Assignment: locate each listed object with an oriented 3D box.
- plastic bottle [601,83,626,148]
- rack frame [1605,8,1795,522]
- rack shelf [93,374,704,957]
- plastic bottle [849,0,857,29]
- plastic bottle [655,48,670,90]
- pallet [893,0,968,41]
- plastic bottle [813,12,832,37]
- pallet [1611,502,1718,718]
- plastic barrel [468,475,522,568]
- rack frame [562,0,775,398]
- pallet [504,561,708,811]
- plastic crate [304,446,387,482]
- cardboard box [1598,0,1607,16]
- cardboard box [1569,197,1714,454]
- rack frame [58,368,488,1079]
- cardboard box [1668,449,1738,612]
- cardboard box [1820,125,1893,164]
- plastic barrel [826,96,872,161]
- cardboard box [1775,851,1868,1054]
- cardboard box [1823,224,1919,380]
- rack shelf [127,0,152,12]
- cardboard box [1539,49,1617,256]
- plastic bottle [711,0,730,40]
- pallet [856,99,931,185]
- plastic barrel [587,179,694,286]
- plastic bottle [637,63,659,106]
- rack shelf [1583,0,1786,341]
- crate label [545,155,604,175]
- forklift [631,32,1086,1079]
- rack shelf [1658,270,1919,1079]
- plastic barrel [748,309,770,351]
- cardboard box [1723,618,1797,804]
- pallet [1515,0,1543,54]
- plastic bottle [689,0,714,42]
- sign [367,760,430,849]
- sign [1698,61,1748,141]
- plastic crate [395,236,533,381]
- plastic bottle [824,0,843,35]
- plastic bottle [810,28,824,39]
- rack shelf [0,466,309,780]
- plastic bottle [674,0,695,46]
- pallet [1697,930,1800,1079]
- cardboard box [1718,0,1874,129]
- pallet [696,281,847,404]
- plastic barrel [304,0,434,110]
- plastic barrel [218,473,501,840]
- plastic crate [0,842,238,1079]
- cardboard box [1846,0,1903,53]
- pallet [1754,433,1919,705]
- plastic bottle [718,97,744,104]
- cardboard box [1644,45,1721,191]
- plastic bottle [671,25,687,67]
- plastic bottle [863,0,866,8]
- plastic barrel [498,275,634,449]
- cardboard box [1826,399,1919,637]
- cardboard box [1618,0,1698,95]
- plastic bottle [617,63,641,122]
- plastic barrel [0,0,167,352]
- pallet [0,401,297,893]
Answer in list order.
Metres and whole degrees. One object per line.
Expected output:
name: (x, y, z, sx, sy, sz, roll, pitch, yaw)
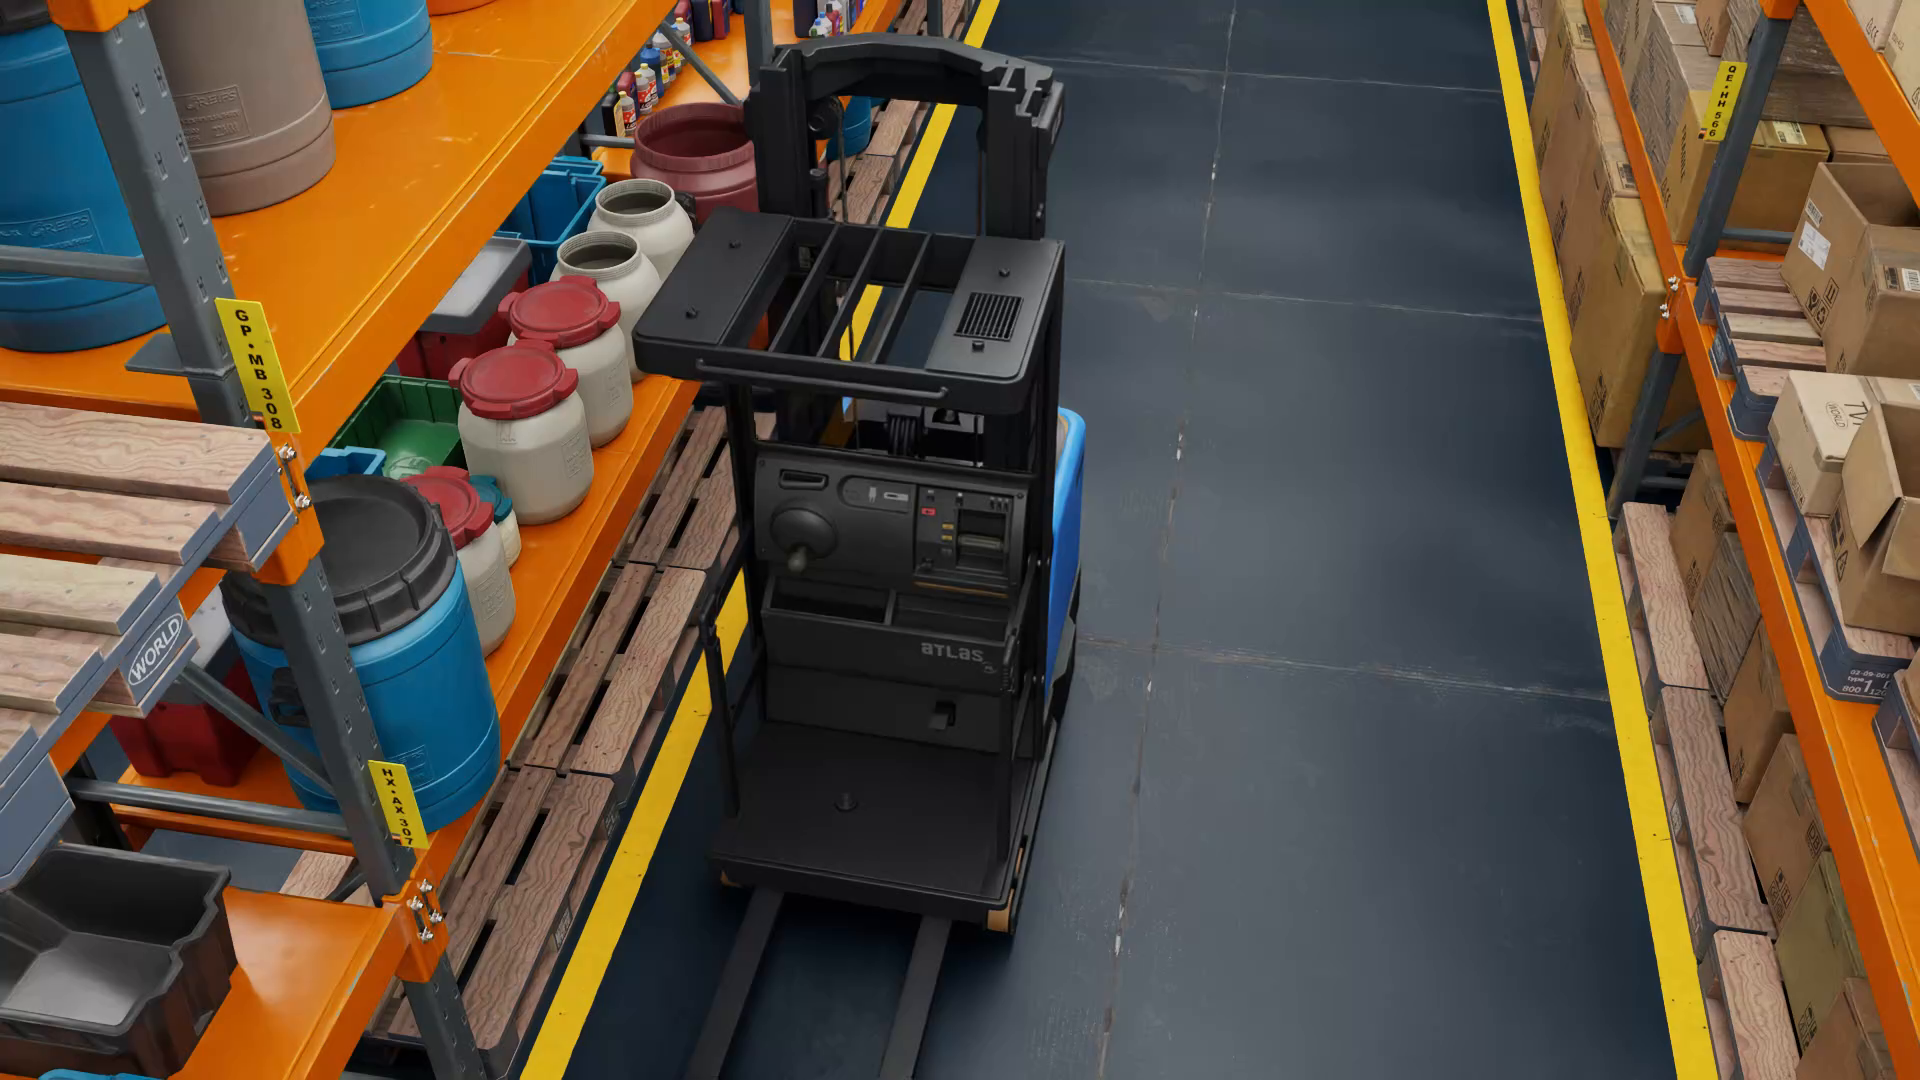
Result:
plastic bottle: (-1.661, -2.034, 7.947, 0.061, 0.283, 0.133, 6, 40, 8)
rack frame: (3.568, -1.232, 6.886, 1.000, 3.000, 0.127, 6, 40, 8)
rack shelf: (-1.657, -0.245, 6.257, 1.077, 0.370, 4.000, 6, 40, 8)
plastic bottle: (-0.646, -2.965, 9.021, 0.144, 0.351, 0.185, 6, 40, 8)
plastic bottle: (-1.532, -2.401, 8.455, 0.097, 0.201, 0.097, 0, 40, 0)
pallet: (-0.529, -3.679, 12.034, 1.003, 0.211, 1.213, 6, 40, 8)
plastic bottle: (-0.710, -2.614, 8.658, 0.097, 0.271, 0.097, 0, 40, 0)
pallet: (3.431, 0.333, 7.181, 1.003, 0.211, 1.213, 6, 40, 8)
plastic barrel: (-1.623, -0.028, 5.538, 0.301, 0.262, 0.301, 0, 40, 0)
rack frame: (-1.311, -1.778, 7.546, 1.000, 3.000, 0.127, 6, 40, 8)
pallet: (-1.696, 0.542, 6.928, 1.003, 0.211, 1.213, 6, 40, 8)
plastic crate: (-2.118, 0.012, 5.394, 0.392, 0.384, 0.575, 6, 40, 8)
cardboard box: (3.848, -3.204, 9.192, 0.500, 0.500, 0.500, 6, 40, 8)
cardboard box: (3.707, -1.005, 7.950, 1.225, 0.875, 0.875, 5, 40, 6)
rack frame: (-2.003, 0.733, 4.510, 1.000, 3.000, 0.127, 6, 40, 8)
cardboard box: (3.471, -0.015, 7.031, 0.700, 0.500, 0.500, 4, 40, 5)
cardboard box: (3.920, -1.545, 7.186, 0.500, 0.500, 0.500, 8, 40, 9)
plastic barrel: (-0.852, -2.857, 10.169, 0.600, 0.901, 0.708, 6, 40, 8)
cardboard box: (3.104, 1.392, 5.328, 0.700, 0.500, 0.500, 6, 40, 7)
cardboard box: (3.515, -0.727, 5.868, 0.700, 0.500, 0.500, 12, 41, 14)
rack shelf: (-1.657, -2.403, 4.473, 1.077, 0.370, 4.000, 6, 40, 8)
cardboard box: (4.015, -2.120, 9.298, 1.225, 0.875, 0.875, 5, 40, 6)
plastic bottle: (-1.289, -2.851, 8.936, 0.061, 0.283, 0.133, 6, 40, 8)
pallet: (-0.793, -2.734, 10.891, 1.003, 0.211, 1.213, 6, 40, 8)
plastic barrel: (-1.278, -1.152, 6.701, 0.421, 0.512, 0.421, 0, 40, 0)
plastic bottle: (-1.566, -2.278, 8.308, 0.097, 0.201, 0.097, 0, 40, 0)
rack shelf: (3.914, -2.209, 8.633, 1.077, 0.370, 4.000, 6, 40, 8)
crate label: (-1.753, -1.490, 7.330, 0.303, 0.233, 0.416, 6, 40, 8)
forklift: (-0.280, 0.028, 5.416, 1.130, 2.935, 3.031, 7, 40, 9)
rack shelf: (3.221, 0.301, 5.597, 1.077, 0.370, 4.000, 6, 40, 8)
plastic barrel: (-1.243, -1.412, 8.477, 0.600, 0.830, 0.708, 6, 40, 8)
cardboard box: (3.297, 0.691, 6.177, 0.700, 0.500, 0.500, 10, 41, 11)
pallet: (4.677, -3.904, 12.306, 1.003, 0.211, 1.213, 6, 40, 8)
plastic bottle: (-1.395, -2.872, 8.909, 0.144, 0.351, 0.185, 6, 40, 8)
sign: (-1.463, 0.694, 4.340, 0.100, 0.325, 0.005, 6, 40, 8)
sign: (3.020, -1.737, 6.588, 0.100, 0.325, 0.005, 6, 40, 8)
plastic crate: (-1.892, -0.822, 6.340, 0.402, 0.464, 0.583, 6, 40, 8)
plastic bottle: (-0.671, -2.759, 8.833, 0.097, 0.271, 0.097, 0, 40, 0)
plastic bottle: (-0.729, -2.483, 8.491, 0.061, 0.283, 0.133, 6, 40, 8)
rack shelf: (-2.349, 1.109, 2.265, 1.077, 0.370, 4.000, 6, 40, 8)
plastic bottle: (-1.463, -2.751, 8.815, 0.061, 0.283, 0.133, 6, 40, 8)
pallet: (3.009, 1.865, 5.329, 1.003, 0.211, 1.213, 6, 40, 8)
cardboard box: (3.710, -2.114, 7.087, 0.797, 0.503, 0.637, 8, 40, 9)
pallet: (-1.215, -1.202, 9.039, 1.003, 0.211, 1.213, 6, 40, 8)
plastic barrel: (-1.902, -1.781, 4.802, 0.600, 0.901, 0.708, 6, 40, 8)
plastic barrel: (-1.638, 0.330, 4.603, 0.600, 0.901, 0.708, 6, 40, 8)
plastic crate: (-2.219, 1.071, 4.149, 0.767, 0.338, 0.504, 6, 40, 8)
cardboard box: (3.146, -1.741, 5.265, 0.500, 0.250, 0.500, 7, 40, 9)
pallet: (3.265, 0.089, 5.439, 1.003, 0.211, 1.213, 6, 40, 8)
plastic bottle: (-1.067, -1.983, 7.891, 0.152, 0.276, 0.135, 6, 40, 8)
cardboard box: (3.501, -1.919, 7.639, 0.500, 0.500, 0.500, 6, 40, 7)
plastic bottle: (-1.482, -2.584, 8.677, 0.097, 0.201, 0.097, 0, 40, 0)
plastic bottle: (-0.575, -3.077, 9.273, 0.097, 0.201, 0.097, 0, 40, 0)
plastic barrel: (-1.420, -0.628, 6.049, 0.433, 0.535, 0.433, 0, 40, 0)
cardboard box: (3.084, -0.021, 5.011, 0.797, 0.503, 0.637, 10, 41, 12)
cardboard box: (3.677, -2.565, 8.420, 0.500, 0.500, 0.500, 7, 40, 9)
plastic bottle: (-1.621, -2.178, 8.122, 0.061, 0.283, 0.133, 6, 40, 8)
plastic barrel: (-2.129, -0.960, 3.809, 0.600, 0.901, 0.708, 6, 40, 8)
pallet: (-2.032, 0.113, 3.053, 1.213, 0.211, 1.003, 6, 40, 8)
